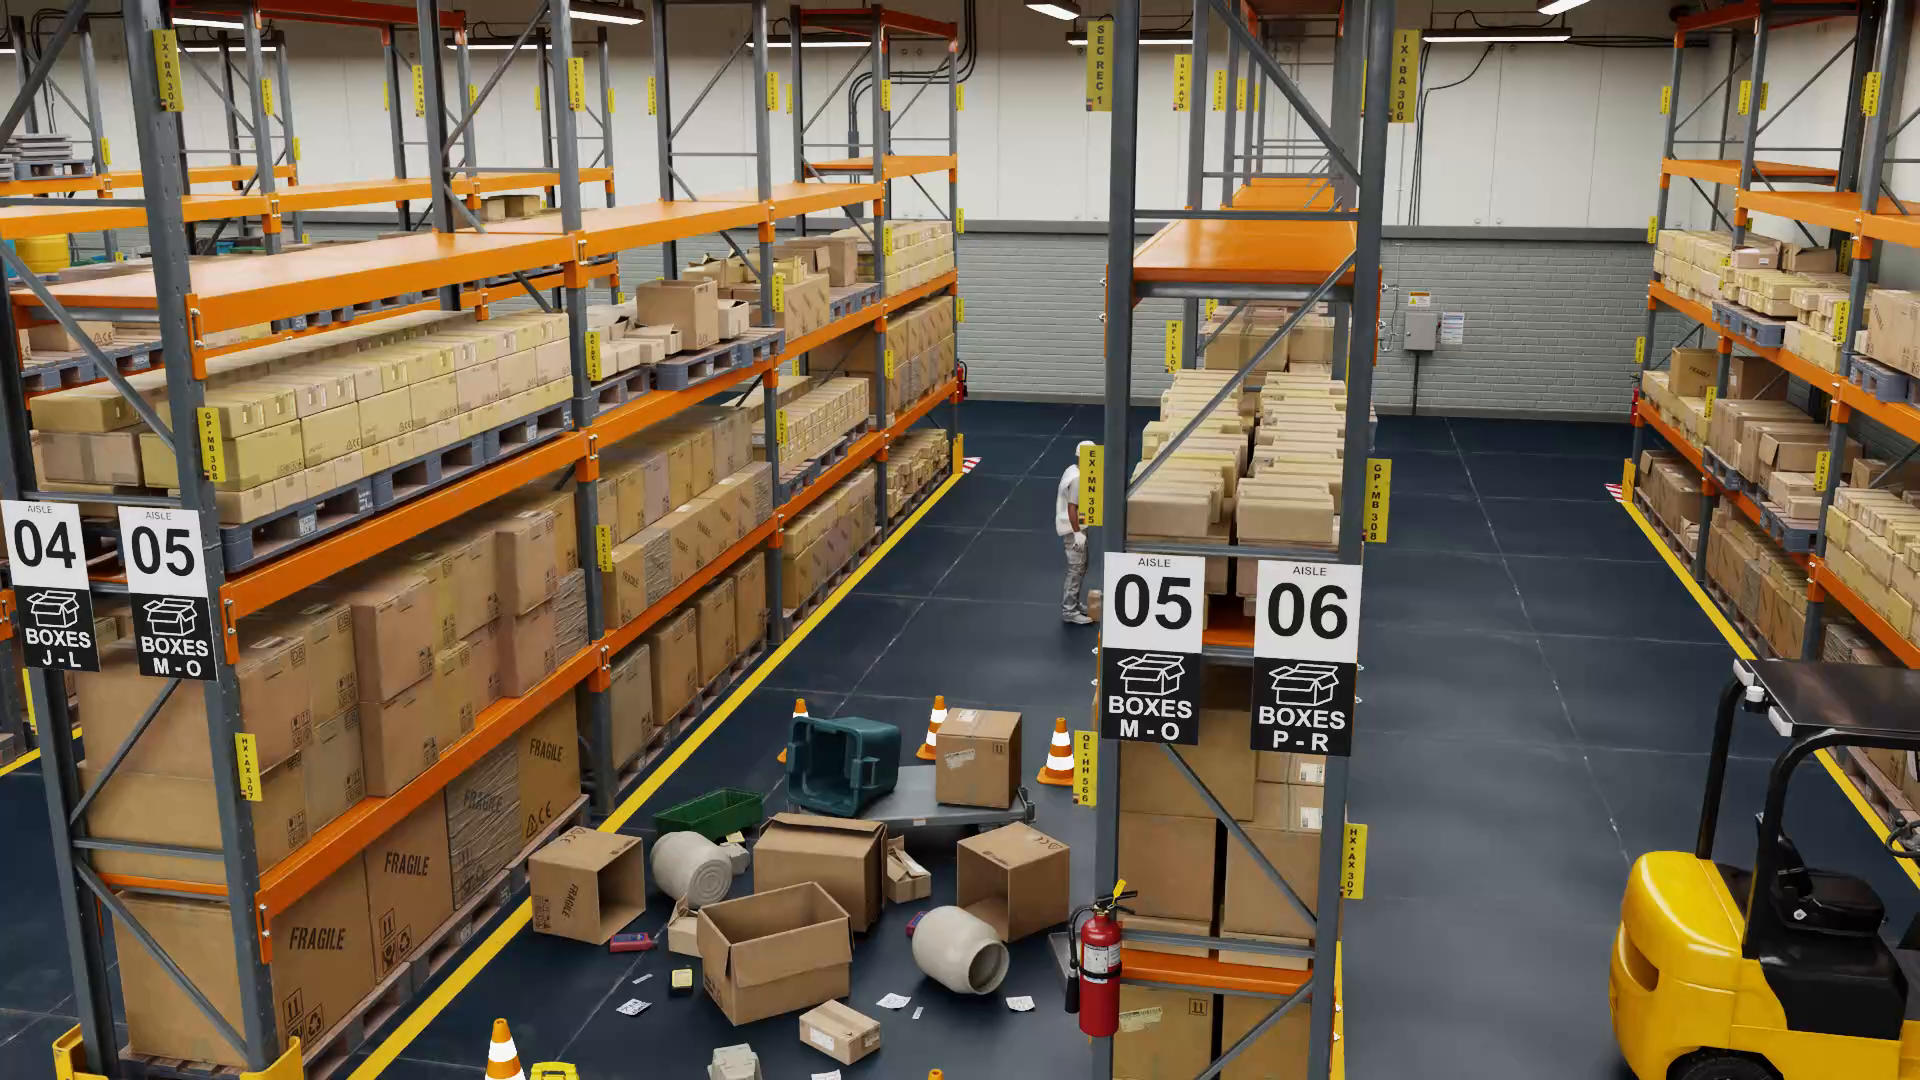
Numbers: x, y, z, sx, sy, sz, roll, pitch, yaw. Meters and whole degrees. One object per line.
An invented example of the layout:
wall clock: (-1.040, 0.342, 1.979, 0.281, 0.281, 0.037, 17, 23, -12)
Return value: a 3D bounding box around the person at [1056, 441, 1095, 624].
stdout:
person: (1.169, -0.097, 16.363, 0.451, 1.773, 0.627, 2, 15, 8)
